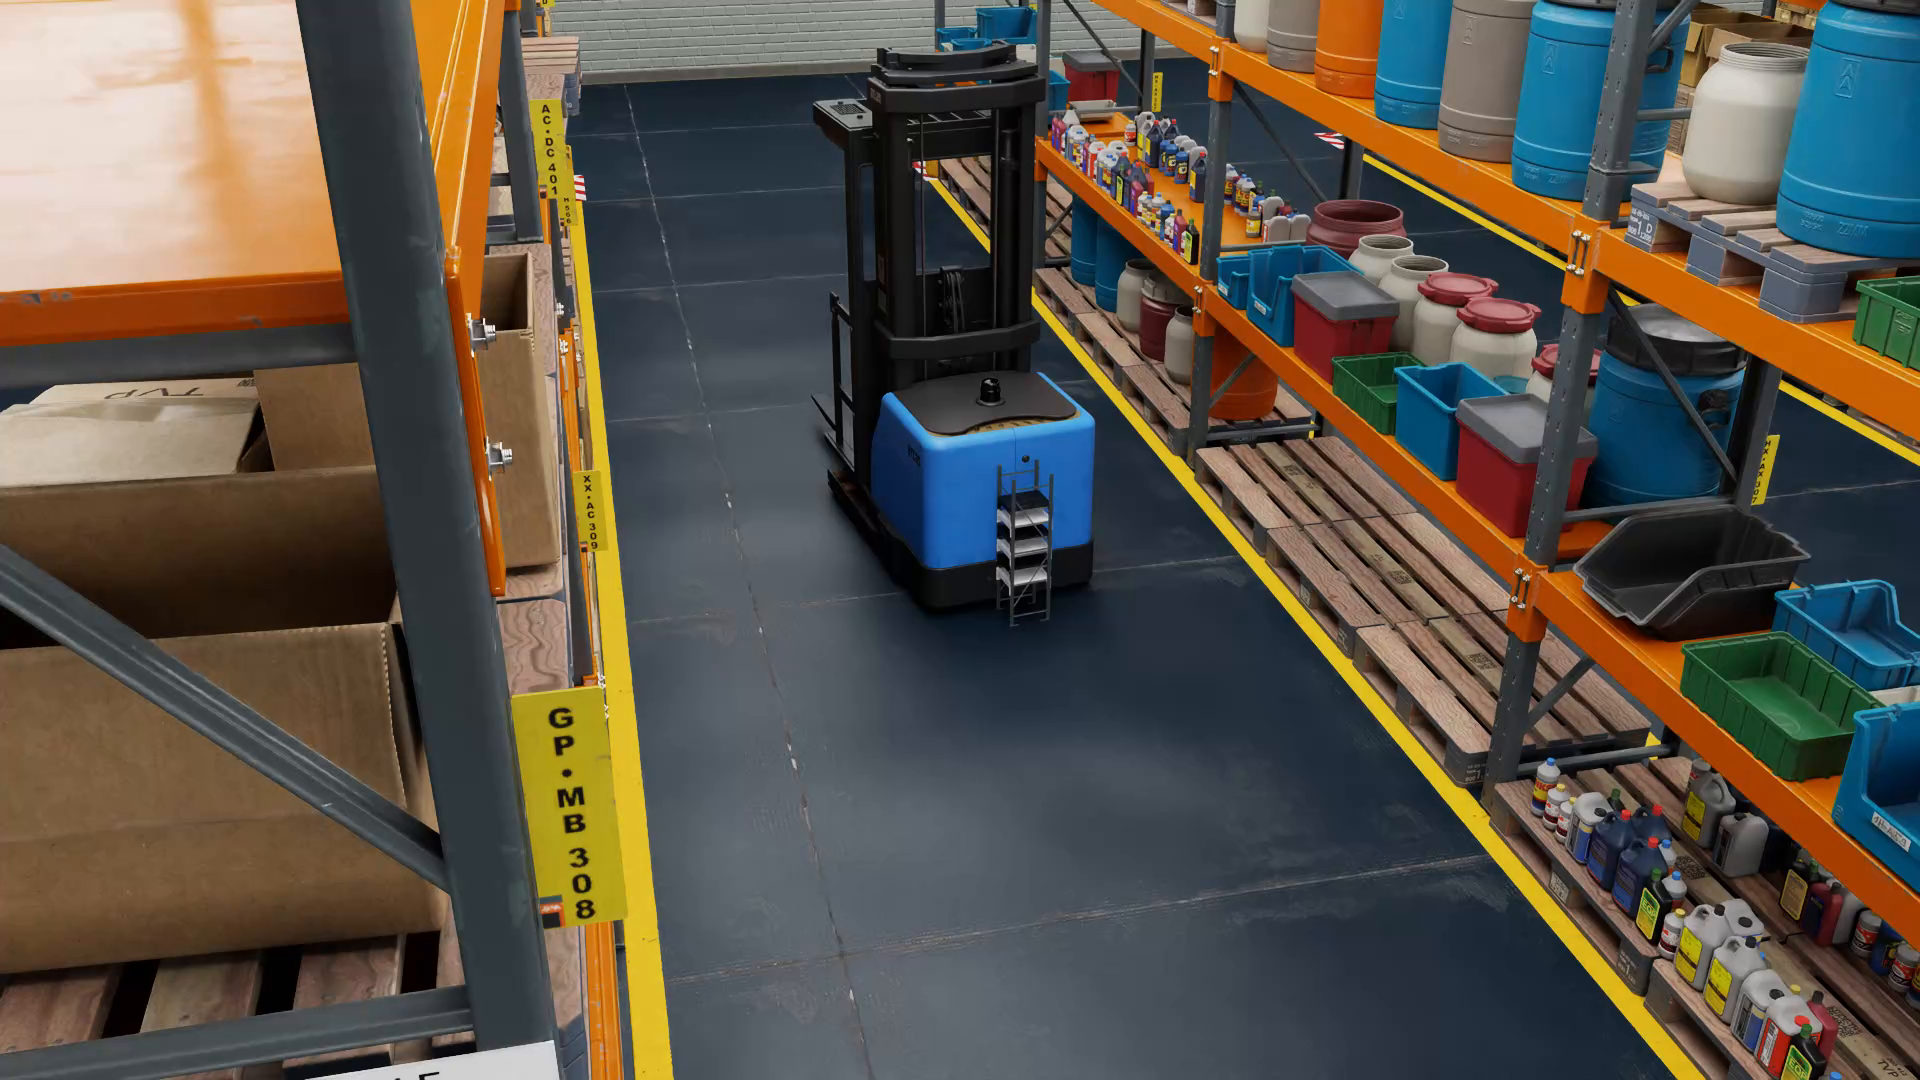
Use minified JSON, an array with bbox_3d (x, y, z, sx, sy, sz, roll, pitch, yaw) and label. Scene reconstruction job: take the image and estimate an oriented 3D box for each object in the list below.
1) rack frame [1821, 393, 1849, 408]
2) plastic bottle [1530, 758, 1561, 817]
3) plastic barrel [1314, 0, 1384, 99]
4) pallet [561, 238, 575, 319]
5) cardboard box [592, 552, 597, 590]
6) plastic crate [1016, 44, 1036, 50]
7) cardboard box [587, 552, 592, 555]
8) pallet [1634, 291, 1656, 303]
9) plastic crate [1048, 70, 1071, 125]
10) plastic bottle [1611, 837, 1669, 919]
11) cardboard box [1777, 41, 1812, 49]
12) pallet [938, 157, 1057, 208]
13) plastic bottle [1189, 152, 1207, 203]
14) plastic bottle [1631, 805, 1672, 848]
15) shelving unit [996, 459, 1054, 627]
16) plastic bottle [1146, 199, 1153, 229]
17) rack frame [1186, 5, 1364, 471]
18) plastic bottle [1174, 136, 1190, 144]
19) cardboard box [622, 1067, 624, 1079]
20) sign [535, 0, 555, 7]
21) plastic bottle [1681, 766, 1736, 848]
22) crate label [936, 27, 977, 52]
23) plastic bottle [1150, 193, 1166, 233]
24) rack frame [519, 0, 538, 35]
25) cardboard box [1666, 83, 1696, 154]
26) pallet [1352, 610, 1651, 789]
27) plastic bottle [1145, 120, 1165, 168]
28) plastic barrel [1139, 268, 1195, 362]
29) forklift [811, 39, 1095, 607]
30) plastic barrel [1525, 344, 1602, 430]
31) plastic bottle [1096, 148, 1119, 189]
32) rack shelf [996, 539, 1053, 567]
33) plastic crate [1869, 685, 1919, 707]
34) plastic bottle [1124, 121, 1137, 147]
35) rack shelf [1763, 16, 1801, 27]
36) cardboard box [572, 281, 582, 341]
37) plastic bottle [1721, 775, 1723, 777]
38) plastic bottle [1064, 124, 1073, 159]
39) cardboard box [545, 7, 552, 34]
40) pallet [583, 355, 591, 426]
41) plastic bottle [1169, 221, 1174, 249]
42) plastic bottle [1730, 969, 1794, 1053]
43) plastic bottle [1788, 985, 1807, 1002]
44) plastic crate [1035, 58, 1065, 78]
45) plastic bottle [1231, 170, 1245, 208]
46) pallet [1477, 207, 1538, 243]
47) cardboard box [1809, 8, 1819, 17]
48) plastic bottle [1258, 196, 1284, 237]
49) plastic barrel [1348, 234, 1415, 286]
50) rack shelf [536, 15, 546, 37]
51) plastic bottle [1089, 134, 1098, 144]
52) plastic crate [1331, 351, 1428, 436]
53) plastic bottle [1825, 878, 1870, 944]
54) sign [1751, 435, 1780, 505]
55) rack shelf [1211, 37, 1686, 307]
[{"bbox_3d":[6.861,-2.385,11.646,1.000,3.000,0.127,-6,27,-12],"label":"rack frame"},{"bbox_3d":[2.581,1.080,7.321,0.097,0.271,0.097,0,27,0],"label":"plastic bottle"},{"bbox_3d":[2.156,-2.743,8.551,0.600,0.830,0.708,-6,27,-12],"label":"plastic barrel"},{"bbox_3d":[-3.013,-1.586,10.275,1.213,0.211,1.003,-6,27,-12],"label":"pallet"},{"bbox_3d":[-2.316,0.091,9.326,0.500,0.250,0.500,-6,27,-12],"label":"cardboard box"},{"bbox_3d":[0.592,-4.964,16.981,0.396,0.136,0.243,-6,27,-12],"label":"plastic crate"},{"bbox_3d":[-2.199,0.063,8.759,0.500,0.311,0.500,-6,27,-12],"label":"cardboard box"},{"bbox_3d":[6.485,-2.029,14.035,1.003,0.211,1.213,-6,27,-12],"label":"pallet"},{"bbox_3d":[0.696,-3.828,14.457,0.392,0.384,0.575,-6,27,-12],"label":"plastic crate"},{"bbox_3d":[2.757,1.339,6.719,0.144,0.351,0.185,-7,28,-14],"label":"plastic bottle"},{"bbox_3d":[6.567,-3.487,12.604,0.797,0.503,0.637,-5,27,-10],"label":"cardboard box"},{"bbox_3d":[0.380,-3.783,17.511,1.003,0.211,1.213,-6,27,-12],"label":"pallet"},{"bbox_3d":[1.790,-2.688,12.301,0.144,0.351,0.185,-6,27,-12],"label":"plastic bottle"},{"bbox_3d":[2.855,1.242,6.912,0.144,0.351,0.185,-6,27,-12],"label":"plastic bottle"},{"bbox_3d":[0.355,0.021,9.209,0.258,0.900,0.210,-9,28,-18],"label":"shelving unit"},{"bbox_3d":[1.358,-2.295,11.689,0.097,0.201,0.097,0,27,0],"label":"plastic bottle"},{"bbox_3d":[2.035,-1.882,10.650,1.000,3.000,0.127,-6,27,-12],"label":"rack frame"},{"bbox_3d":[1.733,-3.061,13.123,0.152,0.276,0.135,-6,27,-12],"label":"plastic bottle"},{"bbox_3d":[-1.343,2.035,5.474,0.500,0.250,0.500,-6,27,-12],"label":"cardboard box"},{"bbox_3d":[-2.249,-3.039,8.951,0.100,0.325,0.005,-6,27,-12],"label":"sign"},{"bbox_3d":[3.222,1.128,7.138,0.144,0.351,0.185,-6,27,-12],"label":"plastic bottle"},{"bbox_3d":[-0.033,-5.204,17.351,0.416,0.233,0.303,-6,27,-12],"label":"crate label"},{"bbox_3d":[1.380,-2.284,11.588,0.097,0.271,0.097,0,27,0],"label":"plastic bottle"},{"bbox_3d":[-2.792,-4.059,8.305,1.000,3.000,0.127,-6,27,-12],"label":"rack frame"},{"bbox_3d":[6.046,-3.518,13.780,0.500,0.500,0.500,-7,28,-13],"label":"cardboard box"},{"bbox_3d":[2.722,0.778,8.474,1.003,0.211,1.213,-6,27,-12],"label":"pallet"},{"bbox_3d":[1.561,-3.150,13.217,0.144,0.351,0.185,-6,27,-12],"label":"plastic bottle"},{"bbox_3d":[1.654,-1.702,12.503,0.600,0.588,0.708,-6,27,-12],"label":"plastic barrel"},{"bbox_3d":[-0.217,-1.573,10.113,1.130,2.935,3.031,-9,28,-18],"label":"forklift"},{"bbox_3d":[2.935,-0.629,8.017,0.433,0.535,0.433,0,27,0],"label":"plastic barrel"},{"bbox_3d":[1.128,-2.833,12.671,0.152,0.276,0.135,-6,27,-12],"label":"plastic bottle"},{"bbox_3d":[0.355,0.051,9.224,0.258,0.077,0.200,-9,28,-18],"label":"rack shelf"},{"bbox_3d":[3.549,0.679,5.869,0.530,0.136,0.437,-6,27,-12],"label":"plastic crate"},{"bbox_3d":[1.420,-3.388,13.855,0.097,0.201,0.097,0,27,0],"label":"plastic bottle"},{"bbox_3d":[10.364,-5.157,17.937,1.077,0.370,4.000,-6,27,-12],"label":"rack shelf"},{"bbox_3d":[-3.087,-1.592,12.360,0.500,0.500,0.500,-6,27,-11],"label":"cardboard box"},{"bbox_3d":[3.366,1.068,7.332,0.061,0.283,0.133,-5,27,-9],"label":"plastic bottle"},{"bbox_3d":[0.896,-3.226,13.456,0.097,0.271,0.097,0,27,0],"label":"plastic bottle"},{"bbox_3d":[-3.757,-4.315,14.250,0.500,0.500,0.500,-7,28,-13],"label":"cardboard box"},{"bbox_3d":[-3.195,-1.002,12.001,1.003,0.211,1.213,-6,27,-12],"label":"pallet"},{"bbox_3d":[1.468,-2.082,11.265,0.097,0.201,0.097,0,27,0],"label":"plastic bottle"},{"bbox_3d":[2.936,1.713,6.061,0.152,0.276,0.135,-7,28,-13],"label":"plastic bottle"},{"bbox_3d":[3.053,1.726,6.119,0.097,0.201,0.097,0,27,0],"label":"plastic bottle"},{"bbox_3d":[0.969,-4.301,15.507,0.437,0.282,0.530,-6,27,-12],"label":"plastic crate"},{"bbox_3d":[2.037,-2.565,12.132,0.061,0.283,0.133,-6,27,-12],"label":"plastic bottle"},{"bbox_3d":[5.864,-3.238,16.431,1.003,0.211,1.213,-6,27,-12],"label":"pallet"},{"bbox_3d":[9.890,-6.076,18.519,0.500,0.500,0.500,-6,27,-11],"label":"cardboard box"},{"bbox_3d":[2.148,-2.253,11.522,0.152,0.276,0.135,-6,27,-12],"label":"plastic bottle"},{"bbox_3d":[2.475,-1.502,9.773,0.421,0.512,0.421,0,27,0],"label":"plastic barrel"},{"bbox_3d":[-3.242,-3.277,10.882,1.077,0.370,4.000,-6,27,-12],"label":"rack shelf"},{"bbox_3d":[1.067,-3.168,13.418,0.097,0.201,0.097,0,27,0],"label":"plastic bottle"},{"bbox_3d":[2.269,-0.767,8.677,0.450,0.188,0.662,-6,27,-12],"label":"plastic crate"},{"bbox_3d":[3.511,1.445,6.593,0.152,0.276,0.135,-5,27,-11],"label":"plastic bottle"},{"bbox_3d":[3.475,-0.301,7.210,0.100,0.325,0.005,-6,27,-12],"label":"sign"},{"bbox_3d":[2.486,-2.022,8.397,1.077,0.370,4.000,-6,27,-12],"label":"rack shelf"}]
